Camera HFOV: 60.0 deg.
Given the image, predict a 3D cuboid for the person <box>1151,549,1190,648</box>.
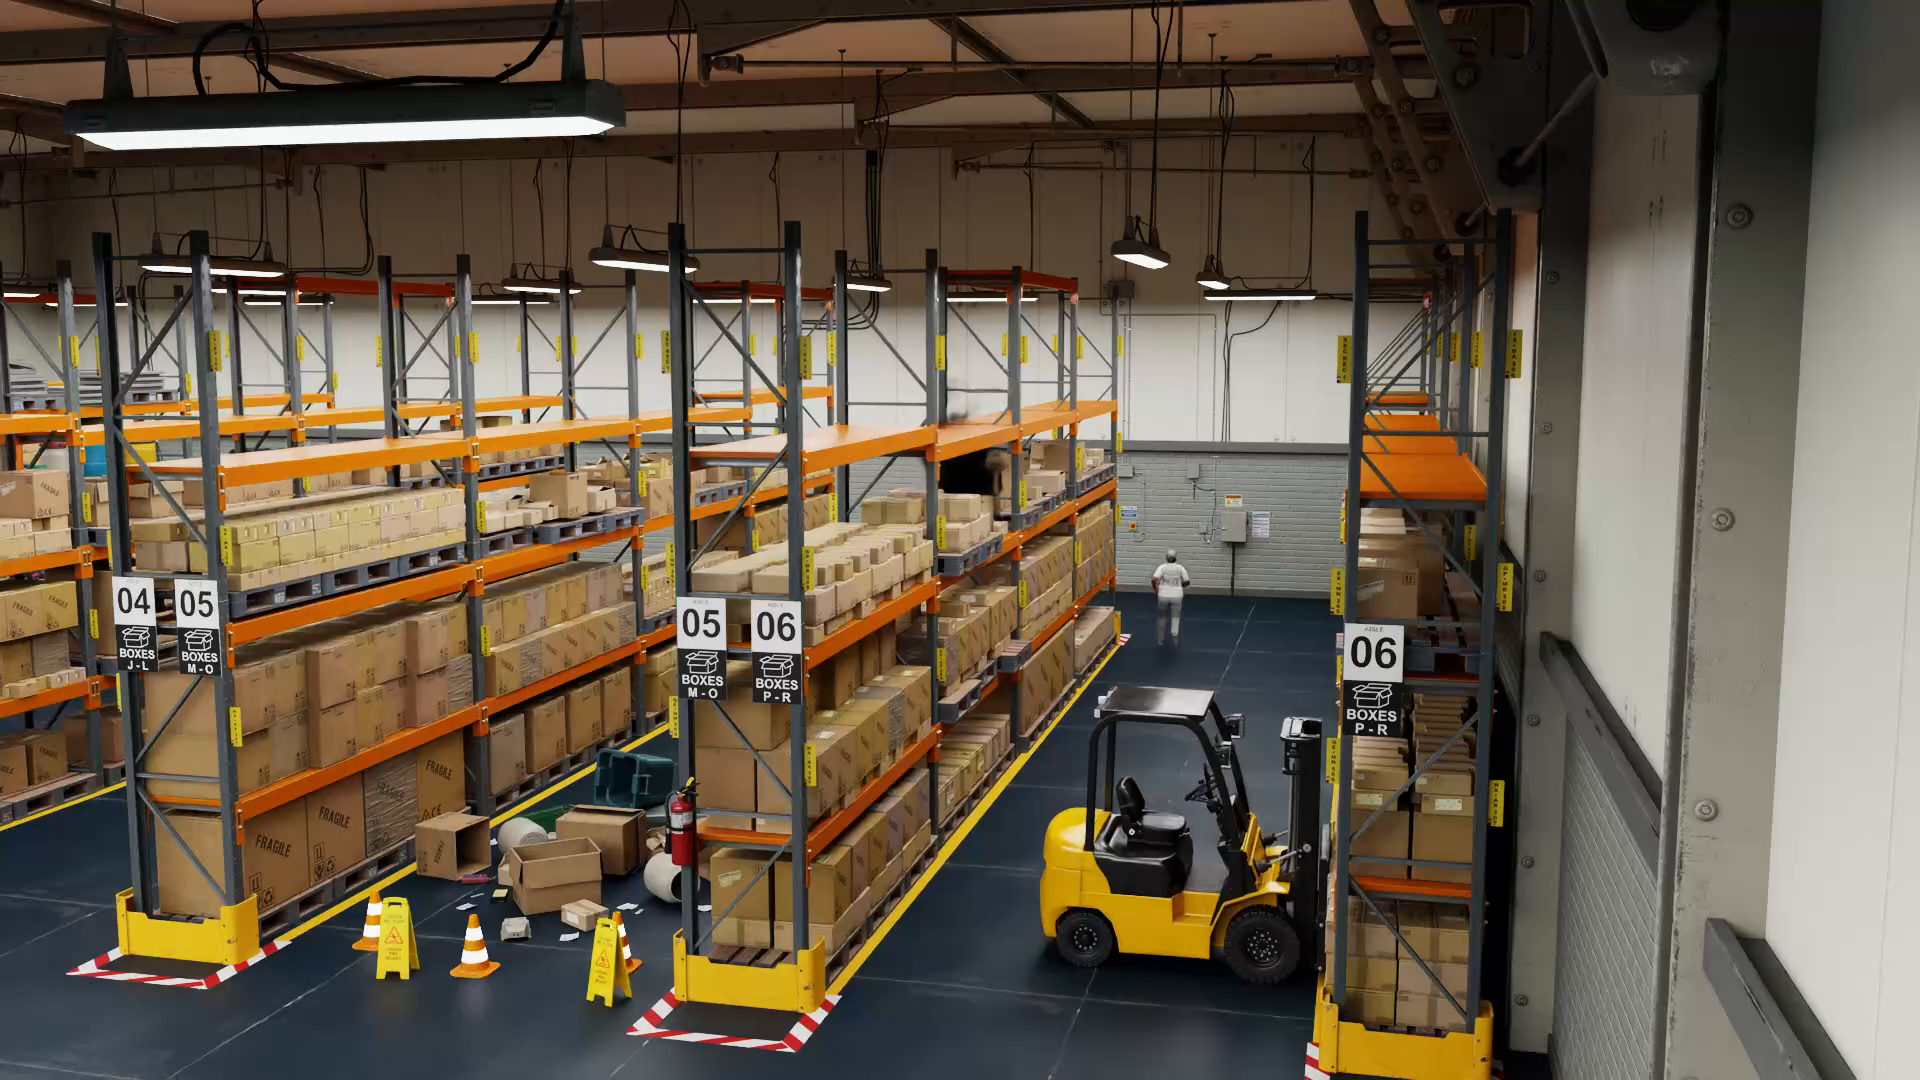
[{"bbox_3d":[3.484,0.984,27.538,0.632,1.659,0.862,1,7,7],"label":"person"}]
